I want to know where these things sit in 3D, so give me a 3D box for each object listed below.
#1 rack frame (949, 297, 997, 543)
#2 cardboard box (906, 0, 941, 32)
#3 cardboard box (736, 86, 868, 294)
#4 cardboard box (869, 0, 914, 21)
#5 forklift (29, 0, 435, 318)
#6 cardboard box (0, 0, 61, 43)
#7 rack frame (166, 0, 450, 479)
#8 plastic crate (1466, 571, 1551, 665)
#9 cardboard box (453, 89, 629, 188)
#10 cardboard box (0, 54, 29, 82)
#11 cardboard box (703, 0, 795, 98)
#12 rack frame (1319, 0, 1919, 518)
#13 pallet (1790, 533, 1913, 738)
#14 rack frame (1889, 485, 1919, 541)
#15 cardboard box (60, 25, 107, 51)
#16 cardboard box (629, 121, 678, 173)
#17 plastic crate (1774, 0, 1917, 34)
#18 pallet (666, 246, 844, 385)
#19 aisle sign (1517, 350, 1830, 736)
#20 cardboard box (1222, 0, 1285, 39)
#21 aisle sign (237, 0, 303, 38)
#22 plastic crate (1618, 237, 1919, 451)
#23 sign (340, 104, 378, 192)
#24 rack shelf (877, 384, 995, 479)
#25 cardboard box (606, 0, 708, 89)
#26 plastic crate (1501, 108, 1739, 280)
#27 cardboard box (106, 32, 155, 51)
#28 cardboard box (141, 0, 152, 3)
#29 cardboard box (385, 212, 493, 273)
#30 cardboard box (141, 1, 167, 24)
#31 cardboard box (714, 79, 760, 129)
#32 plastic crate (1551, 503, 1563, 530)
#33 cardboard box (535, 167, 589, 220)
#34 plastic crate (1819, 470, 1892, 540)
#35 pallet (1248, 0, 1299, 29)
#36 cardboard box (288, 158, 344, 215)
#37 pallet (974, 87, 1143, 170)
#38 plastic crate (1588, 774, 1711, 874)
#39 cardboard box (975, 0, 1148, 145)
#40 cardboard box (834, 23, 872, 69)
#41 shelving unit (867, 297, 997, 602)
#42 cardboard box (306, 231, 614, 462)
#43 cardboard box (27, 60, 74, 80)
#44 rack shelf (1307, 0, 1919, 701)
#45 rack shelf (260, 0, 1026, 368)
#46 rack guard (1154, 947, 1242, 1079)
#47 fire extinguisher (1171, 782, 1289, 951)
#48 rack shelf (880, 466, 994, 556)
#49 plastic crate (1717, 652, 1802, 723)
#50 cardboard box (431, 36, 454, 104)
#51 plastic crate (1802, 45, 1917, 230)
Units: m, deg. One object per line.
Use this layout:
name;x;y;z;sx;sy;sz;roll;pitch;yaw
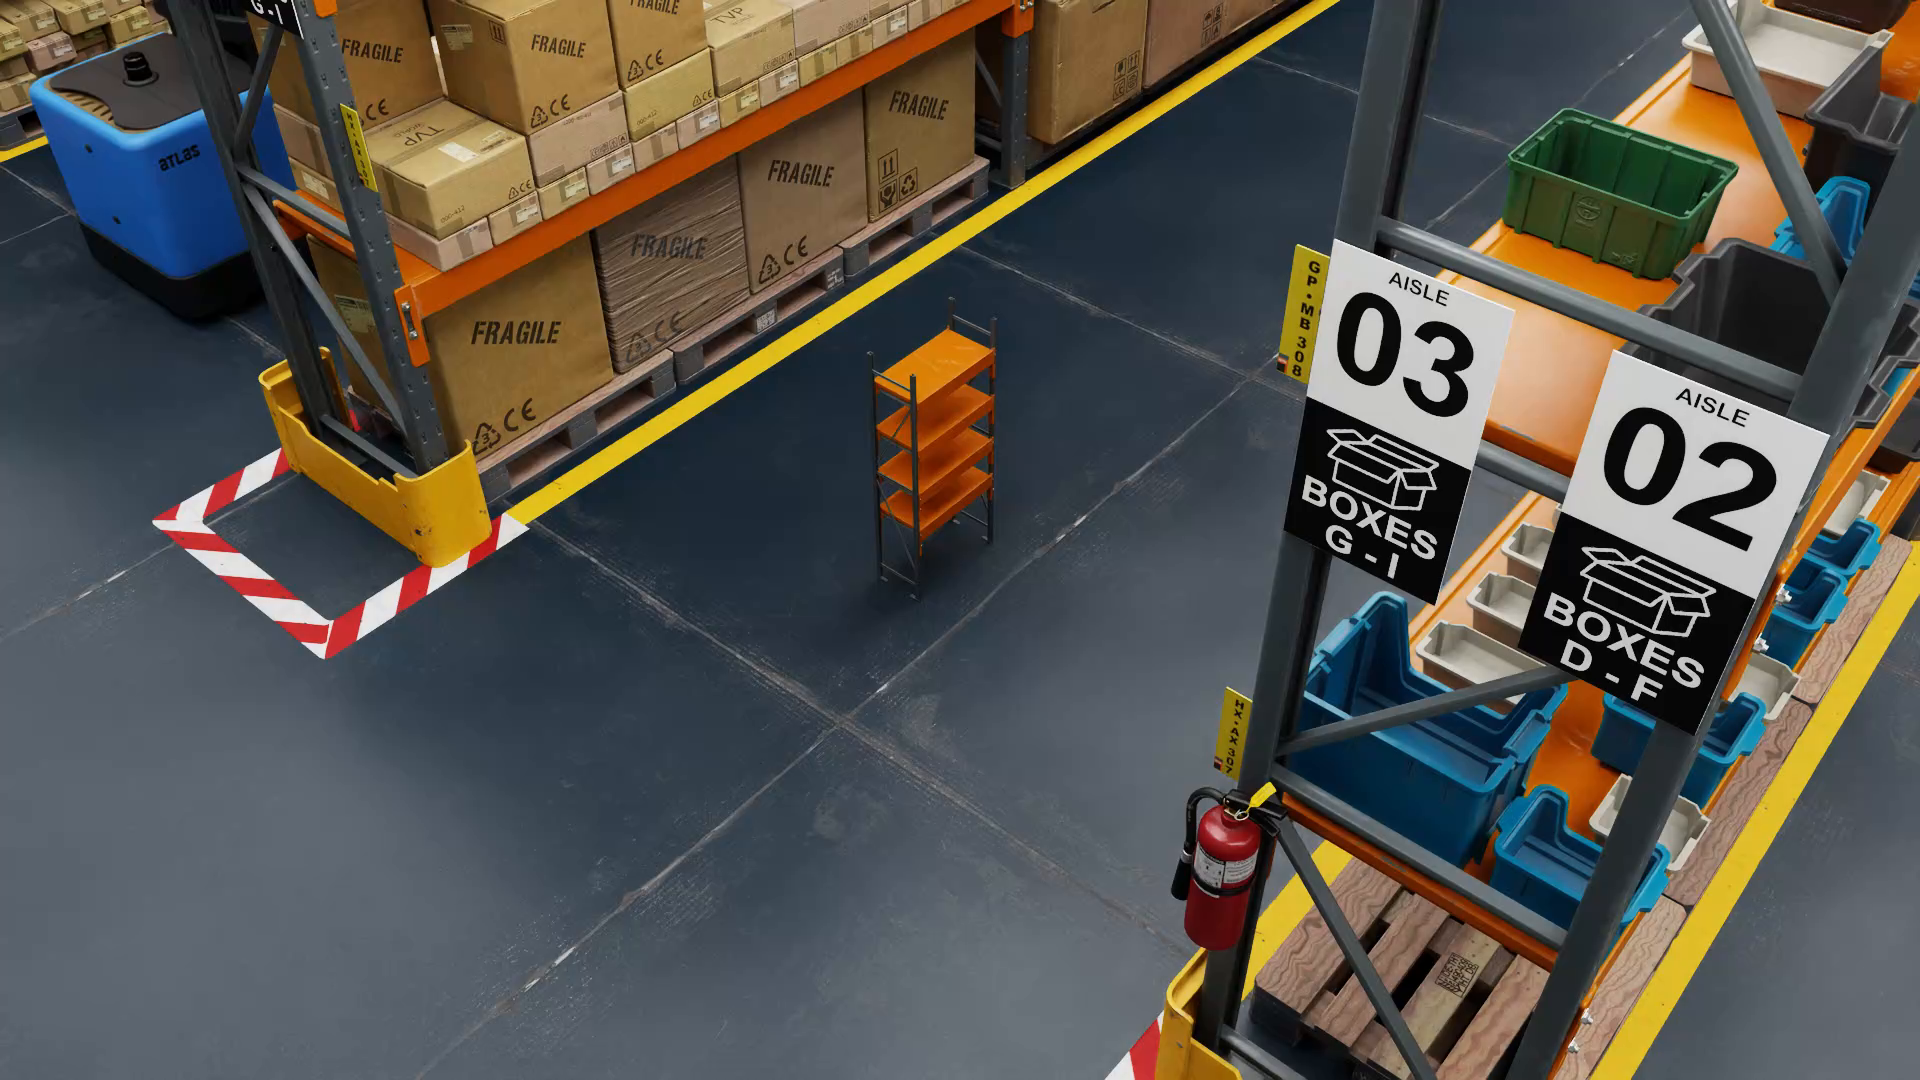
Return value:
rack frame;0.050;-0.484;7.073;0.240;1.200;0.015;29;50;28
cardboard box;-0.317;-2.726;8.387;0.380;0.149;0.250;29;50;28
cardboard box;-1.106;-1.983;8.650;0.875;0.875;0.875;29;50;28
cardboard box;-0.455;-2.828;8.203;0.500;0.250;0.500;31;51;30
forklift;-3.398;-3.159;8.728;1.130;2.935;3.031;29;50;28
cardboard box;-5.664;-3.159;10.042;0.380;0.149;0.250;30;50;29
rack frame;-2.615;-1.322;6.657;1.000;3.000;0.127;29;50;28
plastic crate;1.760;0.256;5.072;0.396;0.136;0.243;29;50;28
cardboard box;-1.770;-1.778;7.048;0.500;0.250;0.500;29;50;28
cardboard box;-5.812;-2.891;9.968;0.380;0.149;0.250;32;51;30
cardboard box;-1.112;-2.306;7.629;0.500;0.250;0.500;29;49;28
rack frame;1.176;-1.398;2.280;1.000;3.000;0.127;29;50;28
pallet;3.307;0.189;7.067;1.003;0.211;1.213;29;50;28
rack frame;3.750;-1.238;6.564;1.000;3.000;0.127;29;50;28
cardboard box;-5.503;-3.172;10.277;0.380;0.149;0.250;30;50;29
cardboard box;-1.474;-1.799;7.368;0.380;0.149;0.250;29;49;28
plastic crate;2.741;-1.778;5.026;0.497;0.269;0.590;29;50;28
pallet;-1.375;-1.362;8.773;1.003;0.211;1.213;29;50;28
aisle sign;1.357;0.026;3.242;0.394;0.787;0.004;29;50;28
cardboard box;1.494;-4.009;10.879;1.225;0.875;0.875;30;50;29
aisle sign;-2.432;-2.117;5.599;0.394;0.787;0.004;29;50;28
plastic crate;1.637;-0.317;3.419;0.497;0.269;0.590;29;50;28
sign;-2.194;-1.429;6.071;0.100;0.325;0.005;29;50;28
rack shelf;-0.107;-0.474;6.830;0.258;0.148;0.480;29;50;28
cardboard box;-1.449;-2.312;7.078;0.500;0.500;0.500;28;49;27
plastic crate;1.592;-0.841;4.055;0.450;0.188;0.336;29;50;28
cardboard box;-5.255;-3.139;10.462;0.380;0.149;0.250;30;50;29
cardboard box;-5.121;-3.536;10.456;0.380;0.149;0.250;32;51;30
cardboard box;-2.134;-1.269;6.785;0.380;0.149;0.250;30;50;29
cardboard box;-5.157;-3.435;10.566;0.380;0.149;0.250;27;49;27
cardboard box;-1.145;-2.062;7.657;0.380;0.149;0.250;28;49;27
plastic crate;2.097;-0.058;5.418;0.298;0.136;0.250;29;50;28
cardboard box;-1.805;-1.534;7.077;0.380;0.149;0.250;28;49;28
plastic crate;2.860;-0.136;5.503;0.293;0.136;0.466;29;50;28
pallet;1.969;-4.037;11.715;1.003;0.211;1.213;29;50;28
cardboard box;-2.638;-1.555;7.100;0.380;0.149;0.250;30;50;29
pallet;0.398;-2.780;10.333;1.003;0.211;1.213;29;50;28
plastic crate;1.857;0.783;4.492;0.250;0.136;0.298;29;50;28
cardboard box;0.356;-3.090;9.868;1.225;0.875;0.875;30;50;29
cardboard box;-0.648;-2.460;8.095;0.380;0.149;0.250;30;50;29
shelving unit;-0.107;-0.359;6.935;0.258;1.200;0.503;29;50;28
cardboard box;-2.264;-1.056;7.631;0.875;0.875;0.875;29;50;28
cardboard box;-5.658;-2.924;10.225;0.380;0.149;0.250;29;50;28
rack shelf;2.463;-1.052;4.664;1.077;0.370;4.000;29;50;28
rack shelf;-1.328;-2.086;8.032;1.077;0.370;4.000;29;50;28
rack guard;1.171;1.765;5.120;1.175;0.500;0.348;29;50;28
fire extinguisher;0.731;0.869;4.581;0.296;0.674;0.183;29;50;28
rack shelf;-0.107;-0.162;7.114;0.258;0.148;0.480;29;50;28
plastic crate;2.293;0.434;4.877;0.250;0.136;0.298;29;50;28
cardboard box;-2.179;-2.002;7.295;0.500;0.250;0.500;29;50;28
plastic crate;2.370;-0.933;4.045;0.504;0.338;0.767;29;50;28
